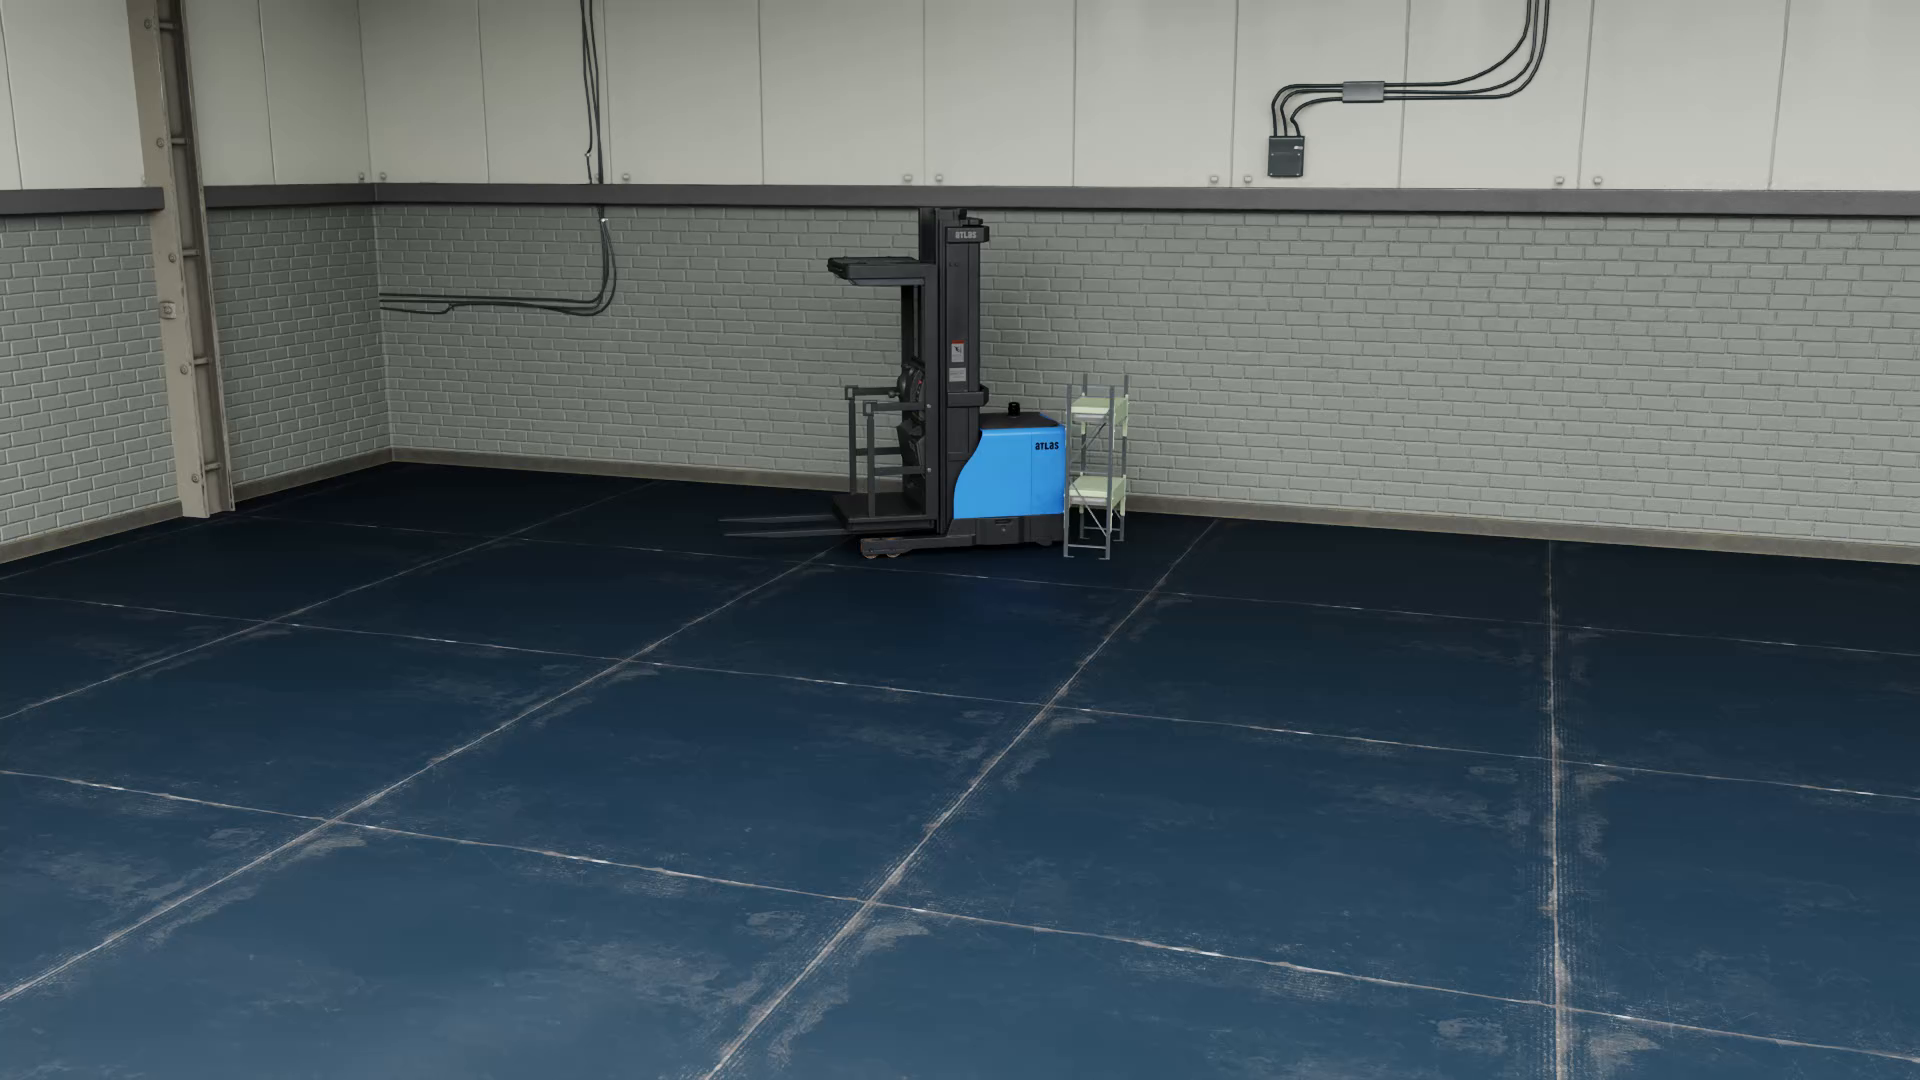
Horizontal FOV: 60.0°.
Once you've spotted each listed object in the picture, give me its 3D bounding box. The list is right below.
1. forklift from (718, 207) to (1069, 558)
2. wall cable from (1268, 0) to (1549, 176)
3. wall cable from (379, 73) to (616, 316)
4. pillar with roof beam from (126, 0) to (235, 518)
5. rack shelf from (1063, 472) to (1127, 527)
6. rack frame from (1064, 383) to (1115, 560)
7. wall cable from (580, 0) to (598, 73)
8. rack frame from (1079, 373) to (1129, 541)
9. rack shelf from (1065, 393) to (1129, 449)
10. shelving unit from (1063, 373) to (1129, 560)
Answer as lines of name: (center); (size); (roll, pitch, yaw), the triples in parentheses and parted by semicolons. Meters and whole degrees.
forklift: (-0.608, -1.399, 14.529); (3.031, 2.935, 1.130); (-3, 13, -12)
wall cable: (3.886, -6.146, 14.052); (2.305, 6.003, 0.169); (4, 14, 18)
wall cable: (-5.092, -3.661, 17.785); (3.097, 2.526, 0.112); (4, 14, 18)
pillar with roof beam: (-3.223, -4.340, 13.781); (9.100, 9.000, 0.400); (4, 14, 18)
rack shelf: (1.185, -0.336, 14.549); (0.431, 0.370, 0.720); (4, 13, 14)
rack frame: (1.094, -0.575, 14.131); (0.400, 1.500, 0.023); (4, 13, 14)
wall cable: (-2.532, -5.929, 16.370); (3.097, 2.526, 0.112); (4, 14, 18)
rack frame: (1.281, -0.733, 14.821); (0.400, 1.500, 0.023); (4, 13, 14)
rack shelf: (1.190, -1.034, 14.388); (0.431, 0.370, 0.720); (4, 13, 14)
shelving unit: (1.187, -0.654, 14.476); (0.431, 1.500, 0.755); (4, 13, 14)
